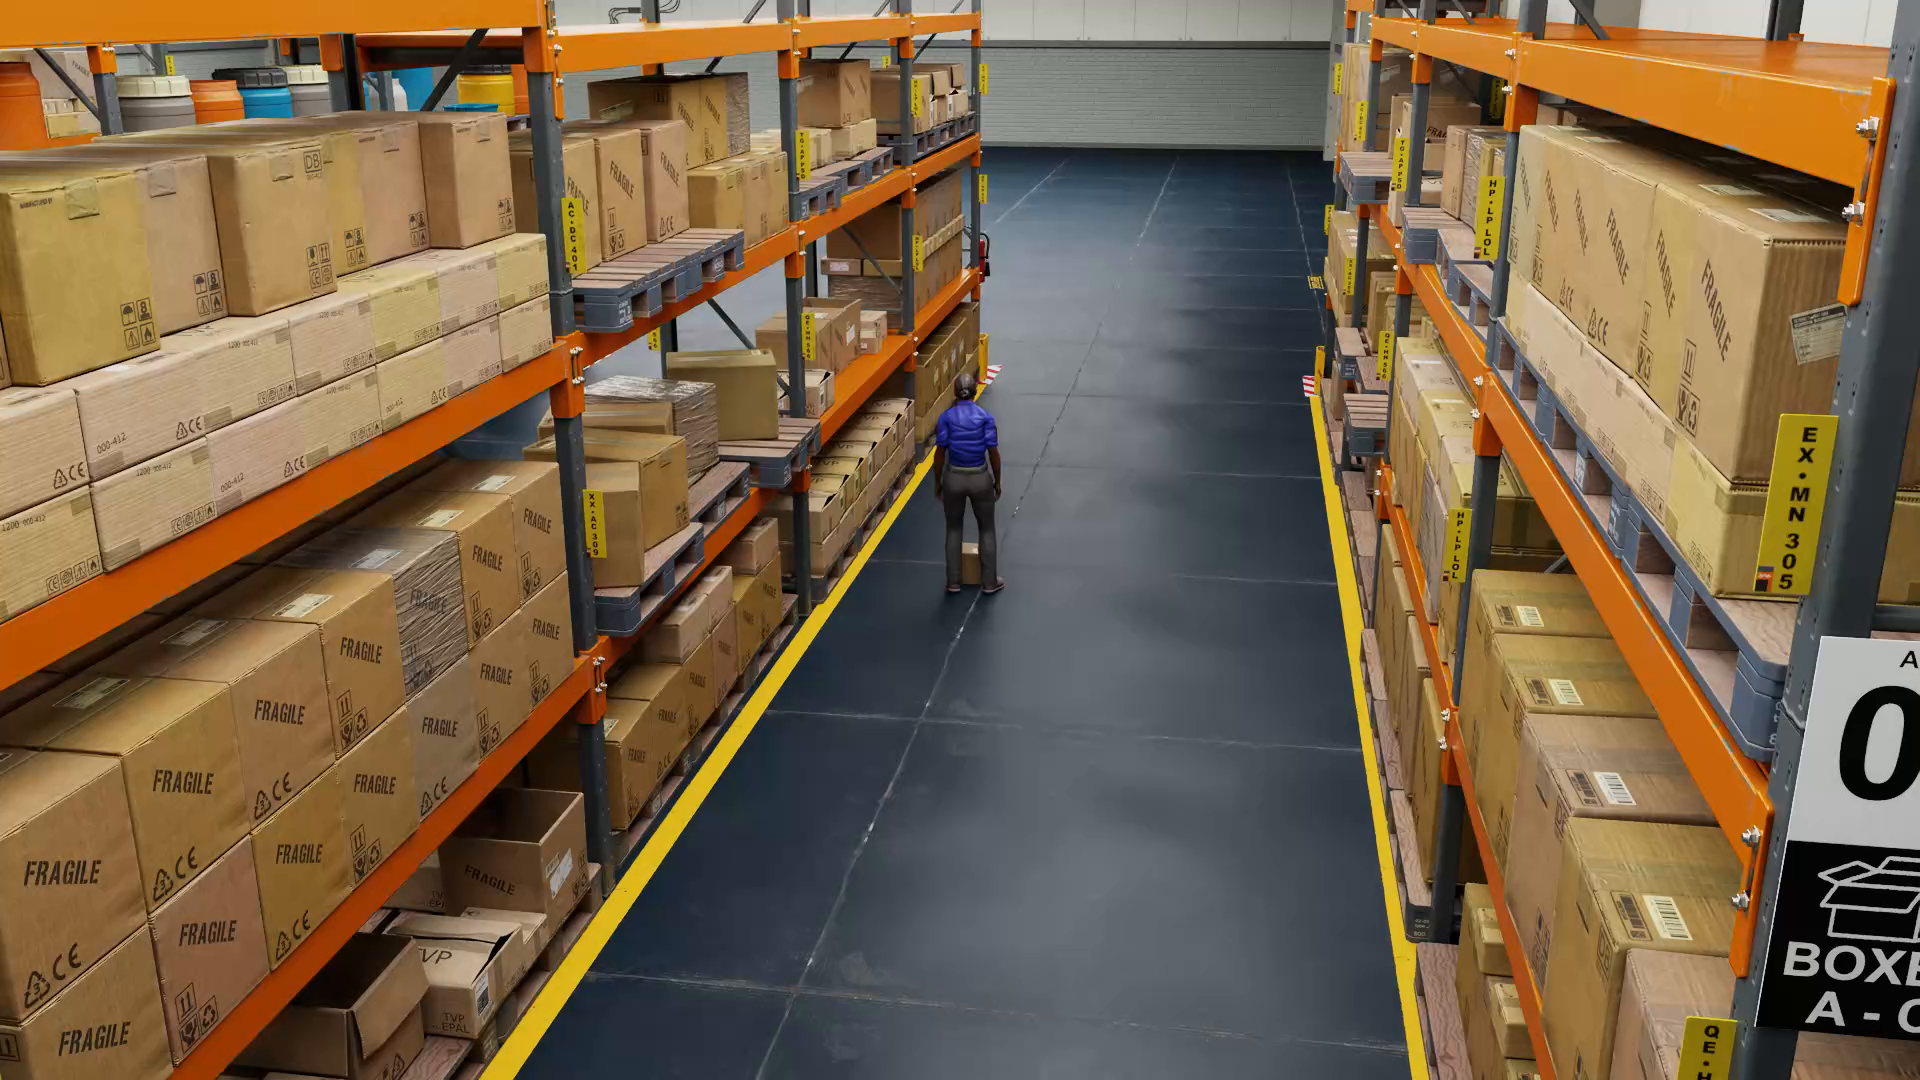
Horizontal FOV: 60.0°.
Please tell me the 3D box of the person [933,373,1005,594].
[{"bbox_3d":[0.071,-0.413,12.333,0.531,1.653,0.352,2,18,5],"label":"person"}]
